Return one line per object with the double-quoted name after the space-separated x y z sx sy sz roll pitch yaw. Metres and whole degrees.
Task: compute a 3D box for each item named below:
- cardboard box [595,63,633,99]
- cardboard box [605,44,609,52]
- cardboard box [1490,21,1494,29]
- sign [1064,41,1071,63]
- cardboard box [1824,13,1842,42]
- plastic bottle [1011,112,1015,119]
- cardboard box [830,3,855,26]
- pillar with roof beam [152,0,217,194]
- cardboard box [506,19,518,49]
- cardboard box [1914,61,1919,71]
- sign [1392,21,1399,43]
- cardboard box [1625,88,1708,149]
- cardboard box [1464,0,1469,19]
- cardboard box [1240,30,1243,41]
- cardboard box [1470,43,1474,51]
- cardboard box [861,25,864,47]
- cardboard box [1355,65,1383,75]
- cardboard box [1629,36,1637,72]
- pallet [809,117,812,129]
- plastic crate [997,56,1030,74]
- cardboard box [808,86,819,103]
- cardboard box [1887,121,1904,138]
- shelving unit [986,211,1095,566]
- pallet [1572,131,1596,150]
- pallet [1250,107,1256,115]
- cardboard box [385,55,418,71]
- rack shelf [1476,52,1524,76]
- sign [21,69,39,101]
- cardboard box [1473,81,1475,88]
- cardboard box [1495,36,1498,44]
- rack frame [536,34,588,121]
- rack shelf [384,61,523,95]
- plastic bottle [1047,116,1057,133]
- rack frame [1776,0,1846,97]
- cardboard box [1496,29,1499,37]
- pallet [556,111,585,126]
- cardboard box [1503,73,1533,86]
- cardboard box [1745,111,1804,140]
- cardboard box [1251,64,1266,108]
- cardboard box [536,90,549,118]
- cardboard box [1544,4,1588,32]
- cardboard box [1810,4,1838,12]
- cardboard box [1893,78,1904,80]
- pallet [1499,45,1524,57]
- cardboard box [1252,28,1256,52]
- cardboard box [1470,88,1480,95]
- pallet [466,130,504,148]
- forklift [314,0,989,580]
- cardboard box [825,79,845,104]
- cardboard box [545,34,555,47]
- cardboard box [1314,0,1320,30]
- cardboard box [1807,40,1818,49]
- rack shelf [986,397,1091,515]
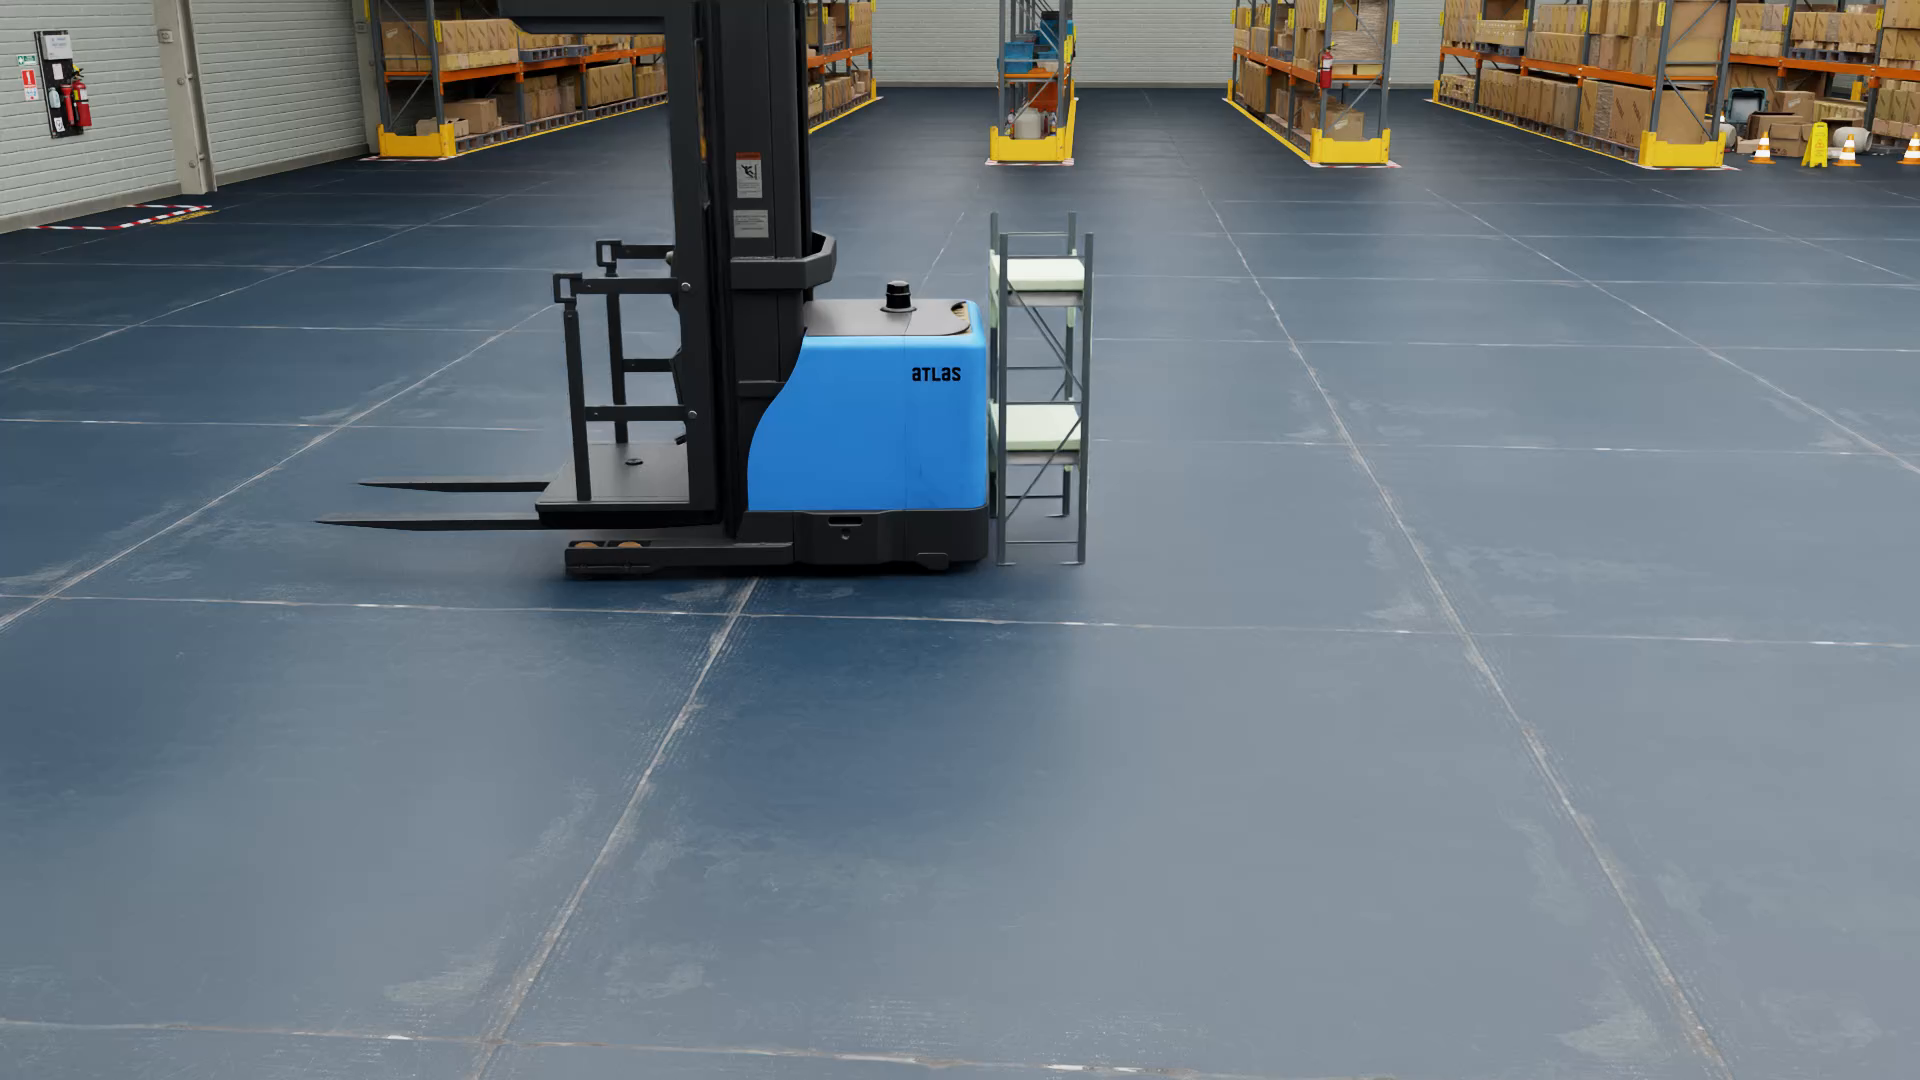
-7.832 -10.326 37.396 0.750 0.750 0.750 1 18 5 "cardboard box"
-7.822 -10.655 35.995 0.380 0.149 0.250 2 18 6 "cardboard box"
11.268 -10.728 34.619 0.380 0.149 0.250 2 18 6 "cardboard box"
1.655 -7.522 25.618 0.100 0.325 0.005 1 18 4 "sign"
16.136 -9.329 30.263 0.500 0.500 0.500 1 18 2 "cardboard box"
0.877 -7.165 28.519 0.144 0.351 0.185 1 18 3 "plastic bottle"
-2.659 -11.906 37.674 0.500 0.500 0.500 2 18 5 "cardboard box"
-5.724 -8.753 20.185 9.100 9.000 0.400 1 18 4 "pillar with roof beam"
-8.214 -9.009 29.603 0.500 0.500 0.500 1 18 4 "cardboard box"
15.774 -7.708 27.032 0.380 0.149 0.250 1 18 4 "cardboard box"
6.588 -7.693 25.193 0.100 0.325 0.005 1 18 4 "sign"
10.969 -6.554 25.844 0.875 0.875 0.875 1 18 4 "cardboard box"
11.693 -12.014 37.526 0.500 0.500 0.500 2 18 5 "cardboard box"
6.787 -11.710 38.607 0.500 0.250 0.500 1 18 3 "cardboard box"
11.543 -10.935 36.883 0.380 0.149 0.250 1 18 2 "cardboard box"
-2.559 -11.915 39.308 0.500 0.500 0.500 1 18 3 "cardboard box"
6.305 -7.257 25.658 0.380 0.149 0.250 1 18 4 "cardboard box"
11.151 -7.682 26.308 0.875 0.550 0.550 1 18 4 "cardboard box"
-3.449 -8.043 32.129 1.003 0.211 1.213 1 18 4 "pallet"
0.844 -7.496 26.220 0.499 0.251 0.616 1 18 4 "plastic crate"
-3.083 -8.830 32.895 0.500 0.311 0.500 1 18 3 "cardboard box"
15.879 -6.864 27.796 0.500 0.250 0.500 2 18 7 "cardboard box"
0.357 -0.714 7.693 0.431 1.500 0.755 -1 18 -2 "shelving unit"
11.141 -6.834 28.441 1.003 0.211 1.213 1 18 4 "pallet"
6.927 -9.454 36.437 1.003 0.211 1.213 1 18 4 "pallet"
-8.935 -7.713 26.854 0.500 0.250 0.500 2 18 5 "cardboard box"
11.703 -9.915 34.522 1.077 0.370 4.000 1 18 4 "rack shelf"
-10.376 -5.079 18.550 0.001 0.329 0.234 1 18 4 "sign"
11.612 -10.122 36.946 0.380 0.149 0.250 2 18 5 "cardboard box"
11.234 -10.278 34.202 0.380 0.149 0.250 2 18 6 "cardboard box"
-8.202 -10.110 33.960 1.000 3.000 0.127 1 18 4 "rack frame"
-8.632 -7.905 28.385 1.077 0.370 4.000 1 18 4 "rack shelf"
1.582 -7.145 28.577 0.152 0.276 0.135 2 18 5 "plastic bottle"
16.504 -9.557 32.272 1.000 3.000 0.127 1 18 4 "rack frame"
11.231 -10.422 34.163 0.380 0.149 0.250 2 18 5 "cardboard box"
-8.259 -8.542 33.654 1.003 0.211 1.213 1 18 4 "pallet"
11.373 -9.380 33.866 0.500 0.250 0.500 2 18 5 "cardboard box"
13.590 -6.843 27.782 0.797 0.637 0.503 1 18 4 "cardboard box"
6.762 -9.459 34.710 1.225 0.875 0.875 1 18 4 "cardboard box"
-8.389 -8.437 32.162 0.700 0.500 0.500 1 18 5 "cardboard box"
11.483 -9.863 31.438 0.700 0.500 0.500 1 18 3 "cardboard box"
16.784 -10.227 32.552 0.500 0.500 0.500 1 18 2 "cardboard box"
21.653 -10.329 37.969 0.500 0.500 0.500 2 18 5 "cardboard box"
11.505 -9.769 33.227 1.213 0.211 1.003 1 18 4 "pallet"
6.589 -10.775 35.828 0.500 0.500 0.500 1 18 4 "cardboard box"
11.552 -9.970 36.958 0.380 0.149 0.250 2 18 5 "cardboard box"
-8.586 -6.953 28.804 1.003 0.211 1.213 1 18 4 "pallet"
-1.397 -1.382 7.433 3.031 2.935 1.130 0 18 -1 "forklift"
-2.804 -9.795 36.308 0.500 0.500 0.500 2 18 5 "cardboard box"
-8.293 -9.833 32.247 0.700 0.500 0.500 1 18 4 "cardboard box"
5.869 -8.289 26.160 0.500 0.500 0.500 1 18 4 "cardboard box"
16.136 -9.284 31.170 0.380 0.149 0.250 1 18 4 "cardboard box"
0.357 -0.404 7.795 0.431 0.370 0.720 -1 18 -2 "rack shelf"
